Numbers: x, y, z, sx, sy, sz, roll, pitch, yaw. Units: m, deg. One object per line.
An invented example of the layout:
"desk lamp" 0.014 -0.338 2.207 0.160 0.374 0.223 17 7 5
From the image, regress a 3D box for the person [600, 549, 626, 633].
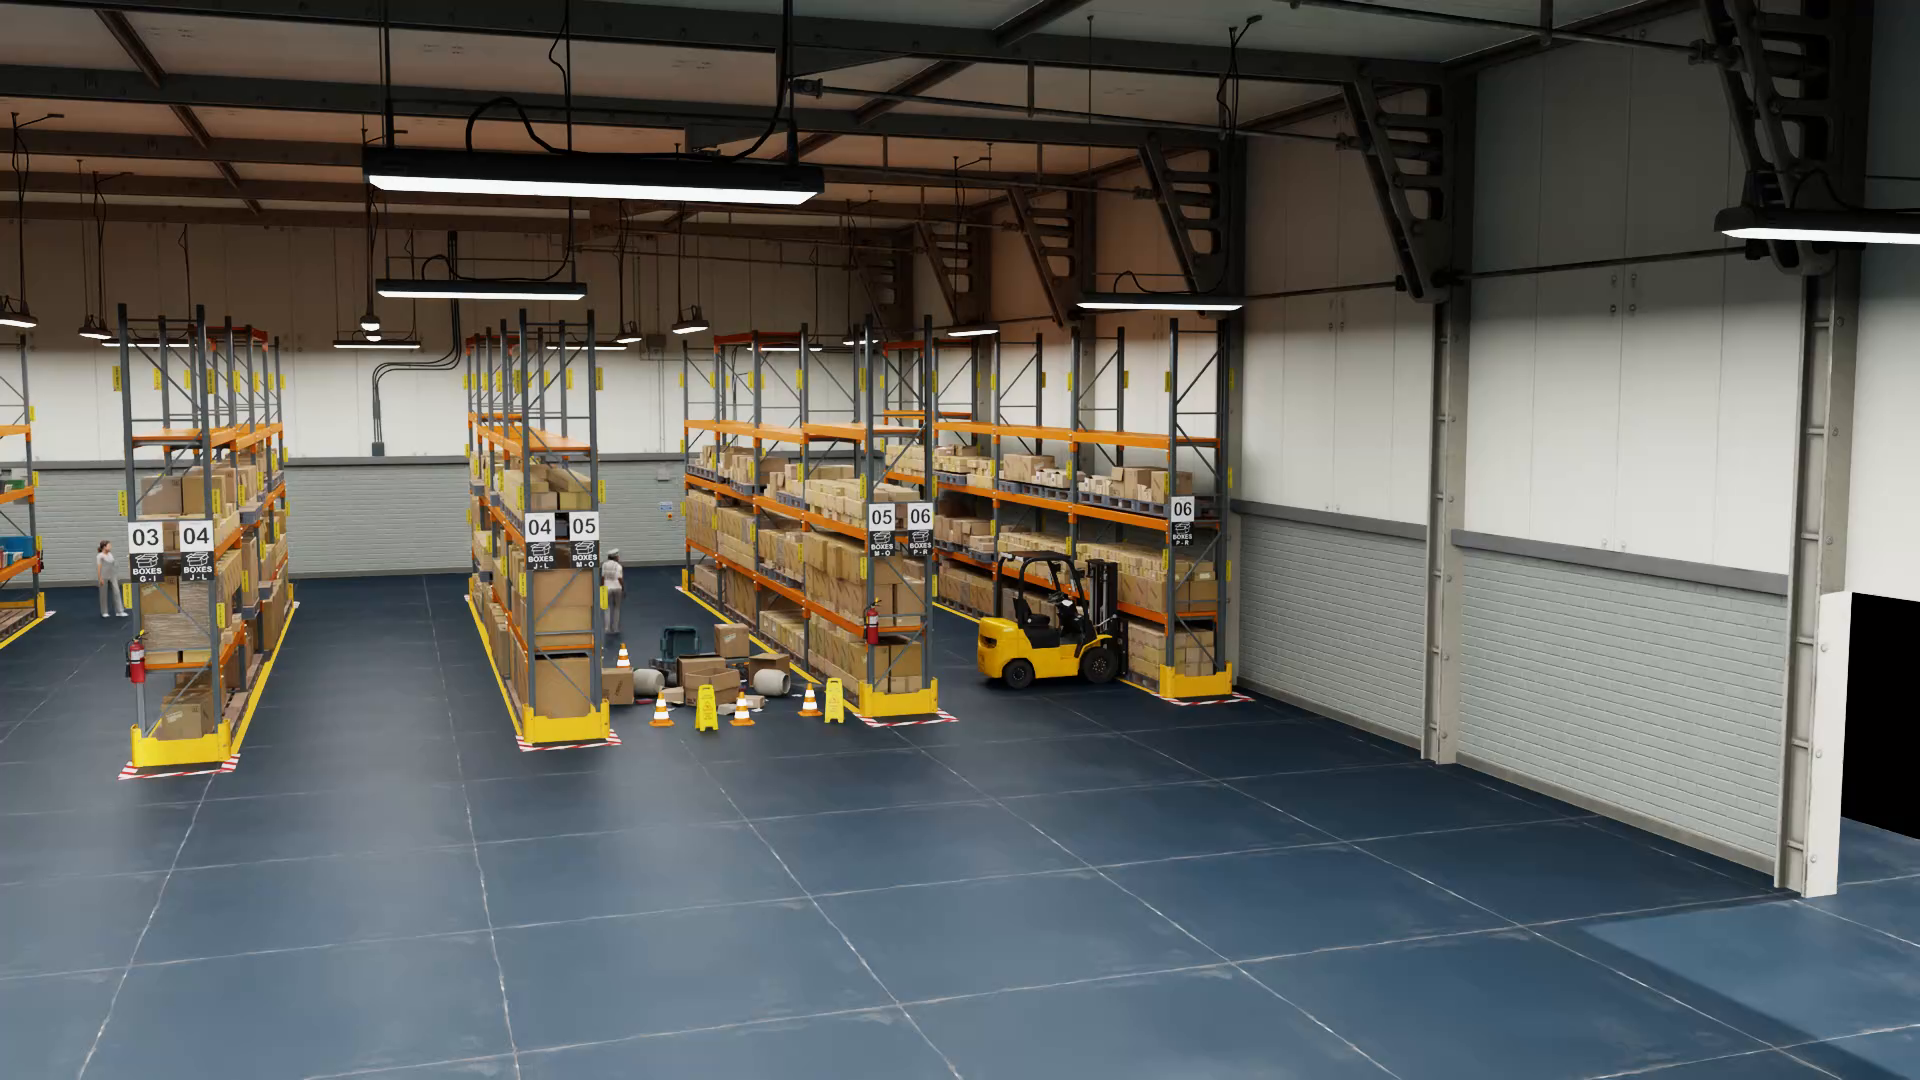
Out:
"person" -6.911 1.019 33.115 0.484 1.692 0.451 0 5 -5

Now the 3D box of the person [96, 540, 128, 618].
"person" -18.115 0.828 35.389 0.579 1.668 0.485 4 7 36
